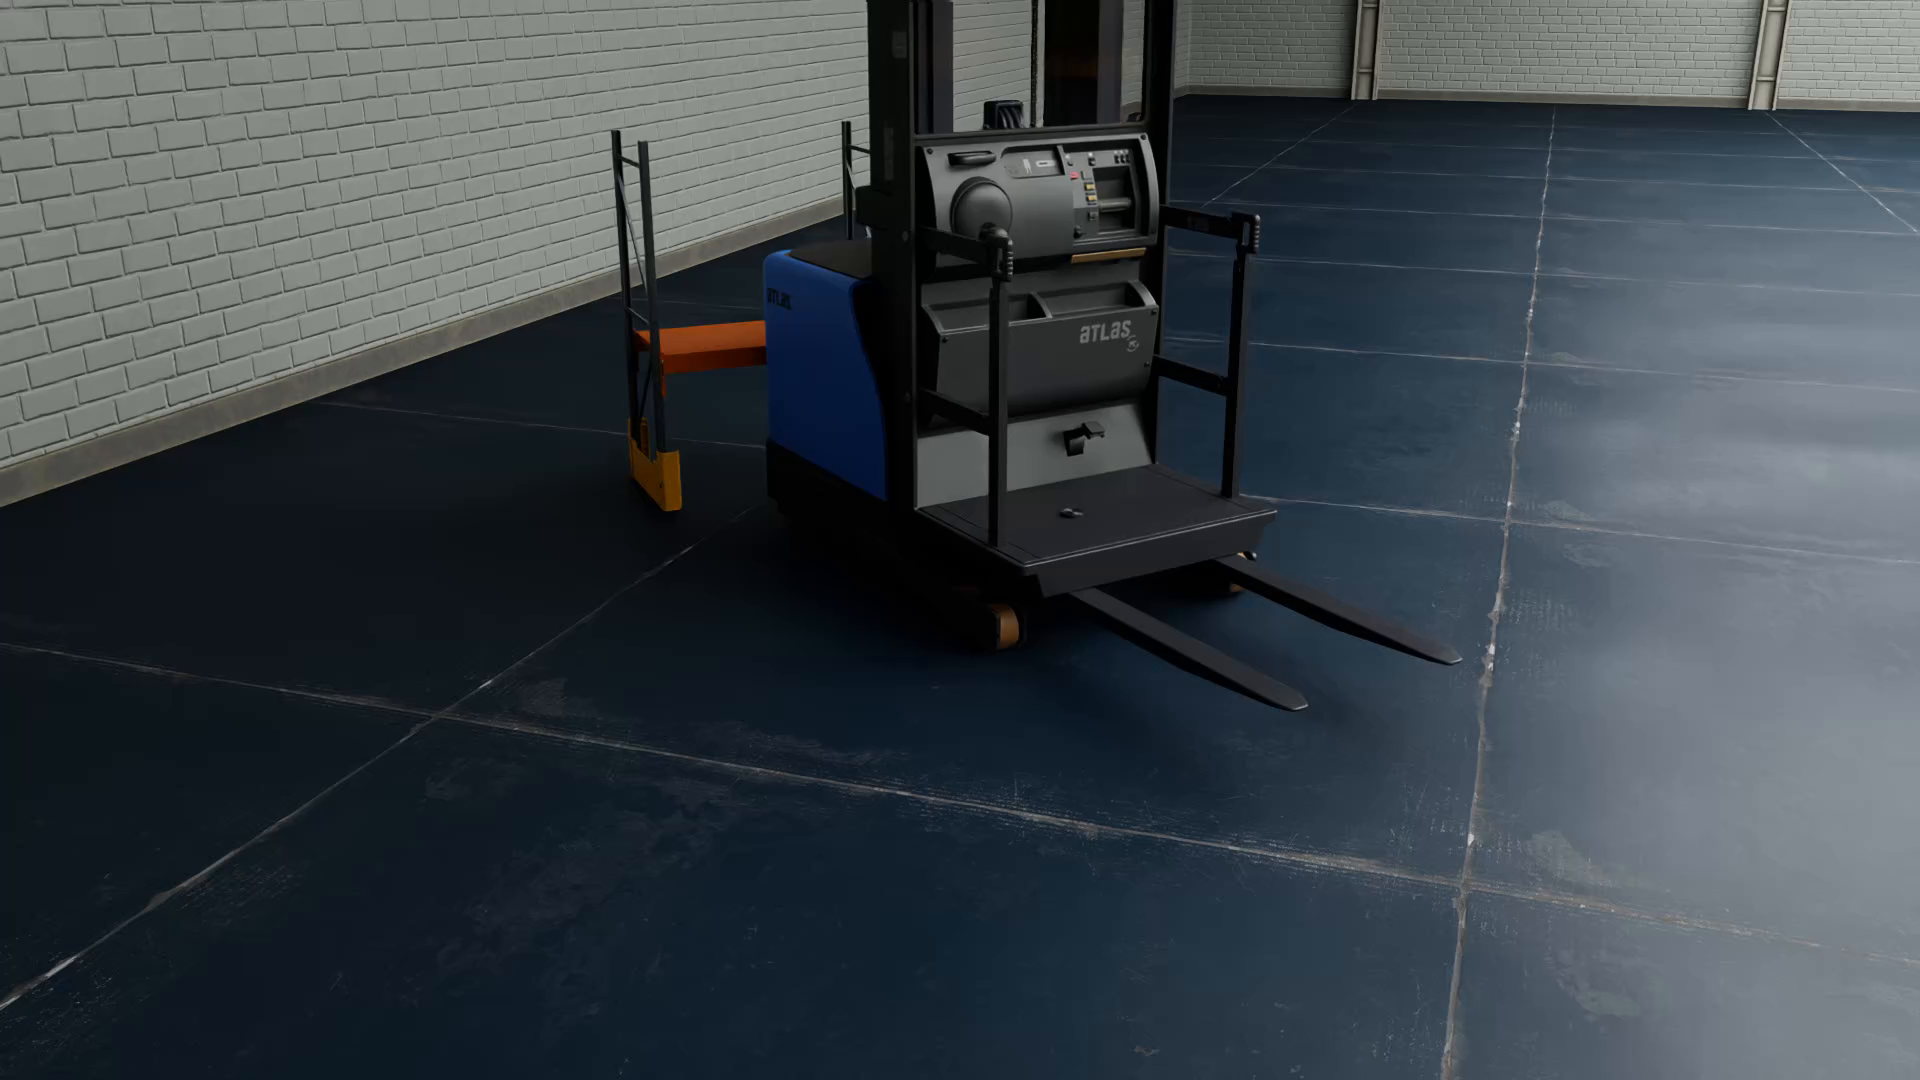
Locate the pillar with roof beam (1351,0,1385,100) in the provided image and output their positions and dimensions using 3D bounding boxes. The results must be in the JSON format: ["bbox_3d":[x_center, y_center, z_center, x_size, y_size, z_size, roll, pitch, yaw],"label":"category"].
[{"bbox_3d":[5.270,-10.207,22.187,0.400,9.000,9.100,7,20,18],"label":"pillar with roof beam"}]

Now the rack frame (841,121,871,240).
[{"bbox_3d":[-0.404,-1.054,7.323,0.032,1.500,0.500,-8,21,-23],"label":"rack frame"}]

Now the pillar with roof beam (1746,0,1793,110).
[{"bbox_3d":[10.937,-9.559,20.328,0.400,9.000,9.100,7,20,18],"label":"pillar with roof beam"}]

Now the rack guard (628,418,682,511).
[{"bbox_3d":[-1.313,-0.329,7.141,0.087,0.250,0.587,-8,21,-23],"label":"rack guard"}]

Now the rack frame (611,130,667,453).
[{"bbox_3d":[-1.331,-0.917,6.928,0.032,1.500,0.500,-8,21,-23],"label":"rack frame"}]

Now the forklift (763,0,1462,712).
[{"bbox_3d":[0.402,-1.188,5.532,1.130,2.935,3.031,-11,22,-30],"label":"forklift"}]

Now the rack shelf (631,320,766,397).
[{"bbox_3d":[-0.868,-0.816,7.184,1.000,0.185,0.538,-8,21,-23],"label":"rack shelf"}]

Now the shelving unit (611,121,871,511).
[{"bbox_3d":[-0.859,-0.987,7.129,1.083,1.500,0.587,-8,21,-23],"label":"shelving unit"}]
